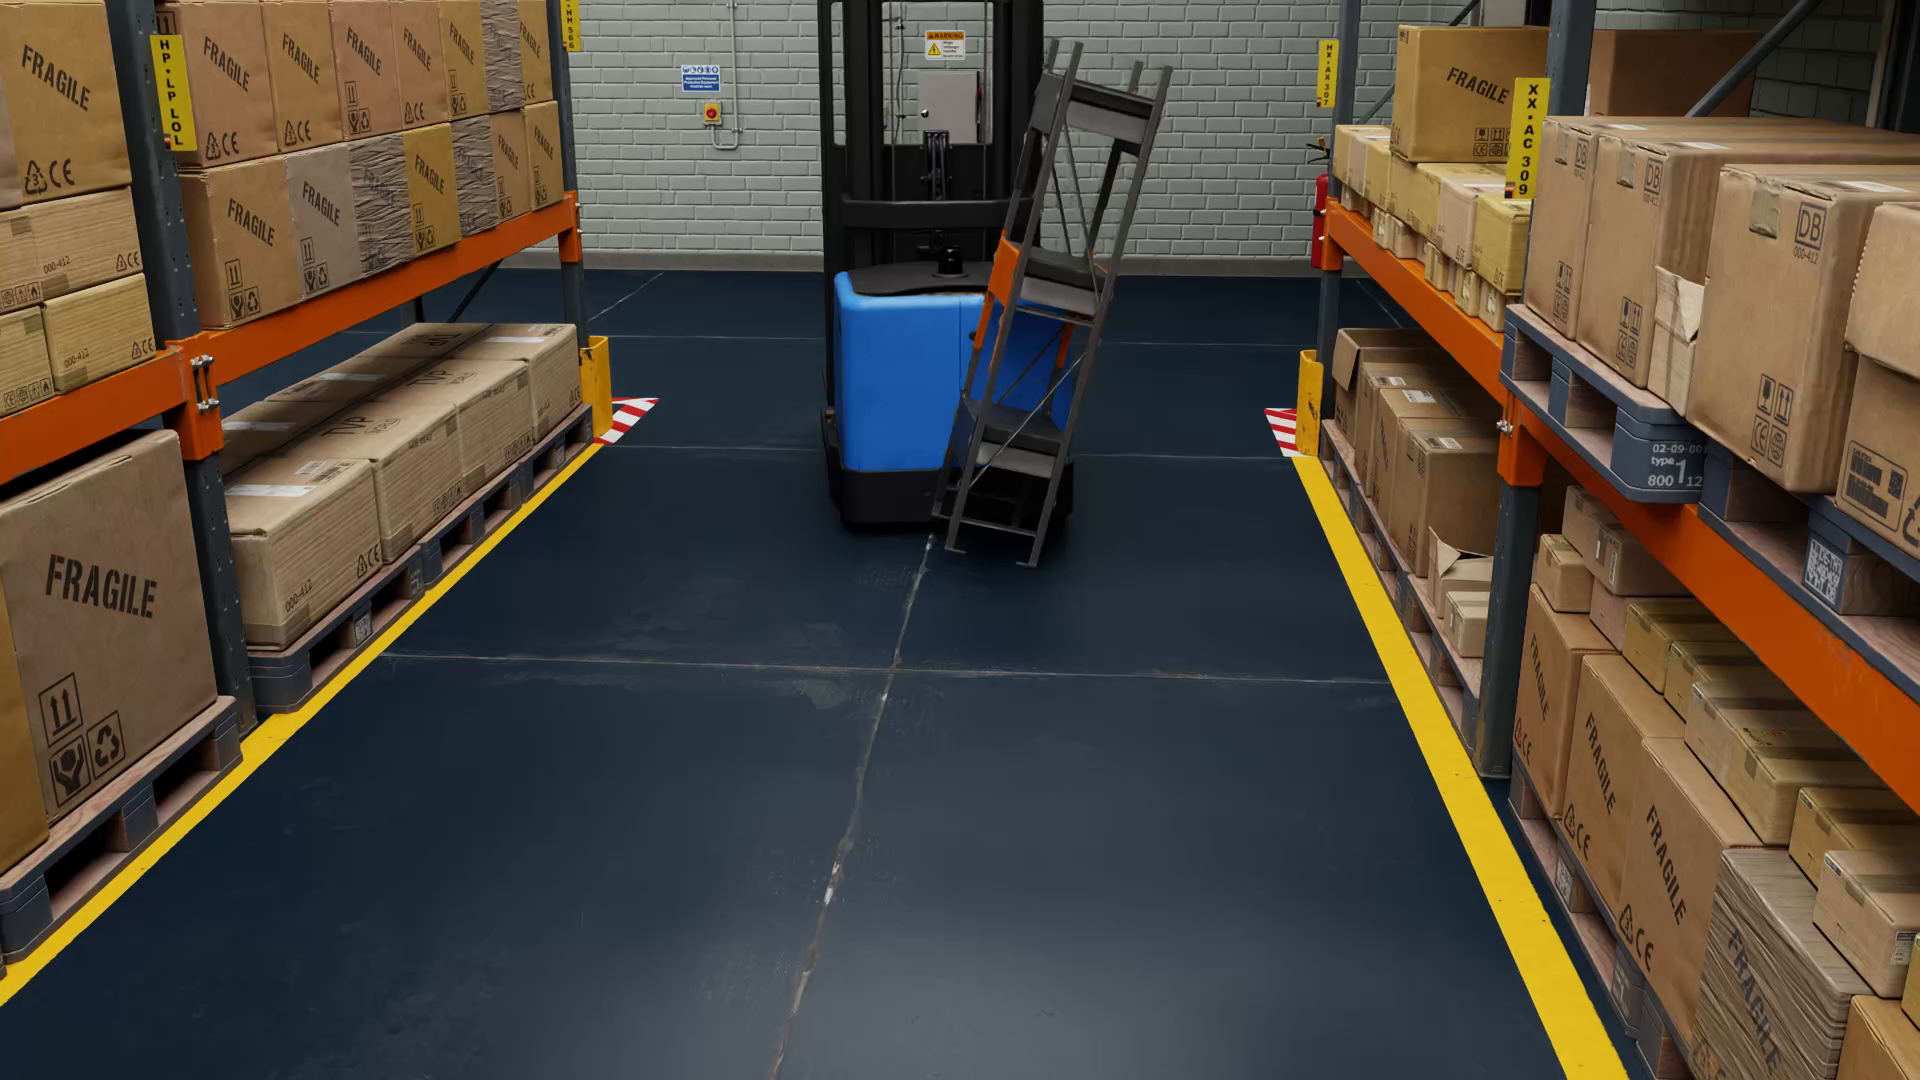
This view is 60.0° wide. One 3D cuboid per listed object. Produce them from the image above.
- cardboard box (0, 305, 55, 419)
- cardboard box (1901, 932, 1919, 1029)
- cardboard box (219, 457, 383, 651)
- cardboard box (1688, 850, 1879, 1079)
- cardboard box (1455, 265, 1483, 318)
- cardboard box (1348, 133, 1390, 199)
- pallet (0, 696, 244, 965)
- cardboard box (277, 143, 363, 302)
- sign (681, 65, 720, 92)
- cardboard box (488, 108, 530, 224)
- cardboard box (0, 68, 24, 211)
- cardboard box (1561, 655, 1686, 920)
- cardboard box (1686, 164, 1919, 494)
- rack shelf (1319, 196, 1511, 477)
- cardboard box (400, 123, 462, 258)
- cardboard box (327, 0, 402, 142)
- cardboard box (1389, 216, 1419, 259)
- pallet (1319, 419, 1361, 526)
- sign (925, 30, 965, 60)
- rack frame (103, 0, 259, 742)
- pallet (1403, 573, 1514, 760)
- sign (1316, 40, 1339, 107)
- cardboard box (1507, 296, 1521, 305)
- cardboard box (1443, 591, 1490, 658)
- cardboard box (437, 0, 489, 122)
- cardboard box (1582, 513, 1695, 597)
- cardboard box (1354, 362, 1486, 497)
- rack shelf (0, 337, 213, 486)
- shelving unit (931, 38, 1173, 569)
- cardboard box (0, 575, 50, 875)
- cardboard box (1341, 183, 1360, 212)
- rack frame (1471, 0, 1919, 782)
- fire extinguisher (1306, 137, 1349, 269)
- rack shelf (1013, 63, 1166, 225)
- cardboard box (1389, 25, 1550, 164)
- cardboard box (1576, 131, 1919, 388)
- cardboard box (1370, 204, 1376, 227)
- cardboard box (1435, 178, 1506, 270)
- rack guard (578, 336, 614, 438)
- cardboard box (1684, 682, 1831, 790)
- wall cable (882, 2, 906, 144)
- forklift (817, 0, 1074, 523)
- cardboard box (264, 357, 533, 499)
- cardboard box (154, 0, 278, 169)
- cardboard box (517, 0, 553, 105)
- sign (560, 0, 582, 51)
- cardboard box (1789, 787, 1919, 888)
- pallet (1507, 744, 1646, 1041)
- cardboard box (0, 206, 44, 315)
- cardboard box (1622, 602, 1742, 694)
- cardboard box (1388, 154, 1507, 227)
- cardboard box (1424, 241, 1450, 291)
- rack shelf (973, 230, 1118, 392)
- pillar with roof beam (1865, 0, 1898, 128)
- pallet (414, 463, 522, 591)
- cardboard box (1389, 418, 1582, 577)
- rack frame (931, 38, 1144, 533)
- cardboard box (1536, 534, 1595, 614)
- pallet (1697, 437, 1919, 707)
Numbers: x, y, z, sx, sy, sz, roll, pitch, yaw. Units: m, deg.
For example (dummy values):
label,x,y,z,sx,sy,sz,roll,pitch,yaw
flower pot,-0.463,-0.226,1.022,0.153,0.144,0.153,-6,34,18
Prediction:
label,x,y,z,sx,sy,sz,roll,pitch,yaw
cardboard box,-2.655,-0.424,4.140,0.500,0.250,0.500,1,18,3
cardboard box,1.744,0.750,2.615,0.380,0.149,0.250,1,18,3
cardboard box,-2.685,0.027,5.963,0.875,0.438,0.875,1,18,3
cardboard box,1.743,0.926,3.118,0.500,0.500,0.500,1,18,2
cardboard box,1.877,-0.836,5.562,0.380,0.149,0.250,2,18,5
cardboard box,2.064,-1.709,7.586,0.500,0.250,0.500,1,18,5
pallet,-2.817,0.768,4.739,1.003,0.211,1.213,1,18,4
cardboard box,-2.502,-1.142,5.930,0.500,0.500,0.500,1,18,4
sign,-2.213,-3.941,14.198,0.327,0.218,0.001,1,18,4
cardboard box,-2.372,-1.777,7.867,0.500,0.500,0.500,1,18,3
cardboard box,-2.648,-1.016,3.939,0.500,0.500,0.500,2,18,5
cardboard box,1.827,0.611,4.082,0.500,0.500,0.500,1,18,3
cardboard box,1.763,-0.386,2.948,0.700,0.500,0.500,1,18,4
rack shelf,2.258,-0.968,6.715,1.077,0.370,4.000,1,18,4
cardboard box,-2.423,-1.456,6.889,0.500,0.500,0.500,2,18,6
cardboard box,-2.471,-1.779,6.268,0.500,0.500,0.500,2,18,5
cardboard box,1.963,-1.234,6.776,0.380,0.149,0.250,2,18,5
pallet,2.340,-0.334,8.105,1.003,0.211,1.213,1,18,4
sign,-0.125,-4.158,13.969,0.339,0.242,0.001,1,18,4
rack frame,-2.837,-0.798,5.042,1.000,3.000,0.127,1,18,4
pallet,2.165,0.423,5.792,1.003,0.211,1.213,1,18,4
sign,1.860,-2.354,8.400,0.100,0.325,0.005,1,18,4
cardboard box,1.885,-0.674,5.066,0.380,0.149,0.250,2,18,5
cardboard box,1.861,0.287,5.634,0.380,0.149,0.250,1,18,2
cardboard box,-2.394,-2.092,7.223,0.500,0.500,0.500,1,18,4
cardboard box,1.852,0.037,4.312,0.380,0.149,0.250,0,18,1
cardboard box,2.163,-0.490,7.441,0.700,0.500,0.500,2,18,6
rack shelf,-2.980,0.165,3.258,1.077,0.370,4.000,1,18,4
shelving unit,0.349,-0.973,6.931,0.431,2.100,0.503,11,16,-11
cardboard box,-2.858,0.487,3.857,0.875,0.875,0.875,2,18,6
cardboard box,2.104,-1.715,8.245,0.380,0.149,0.250,1,18,3
rack frame,2.114,-0.689,4.707,1.000,3.000,0.127,1,18,4
fire extinguisher,1.951,-1.773,8.739,0.296,0.674,0.183,1,18,4
rack shelf,0.515,-1.612,6.745,0.431,0.518,0.480,11,16,-11
cardboard box,1.993,-1.756,6.525,0.500,0.500,0.500,2,18,5
cardboard box,1.820,-0.629,3.692,0.700,0.500,0.500,1,18,5
cardboard box,2.068,-1.476,7.514,0.380,0.149,0.250,2,18,6
cardboard box,1.929,-1.078,5.659,0.500,0.250,0.500,1,18,4
rack guard,-2.548,-0.860,9.245,1.175,0.500,0.348,1,18,4
cardboard box,1.812,0.427,3.601,0.380,0.149,0.250,1,18,4
wall cable,-0.754,-4.247,13.935,0.588,1.984,0.122,1,18,4
forklift,-0.170,-1.882,8.458,1.130,2.935,3.031,-2,18,-6
cardboard box,-2.555,-0.531,7.666,0.875,0.438,0.875,2,18,5
cardboard box,-2.561,-1.463,5.305,0.500,0.500,0.500,1,18,4
cardboard box,-2.347,-2.408,8.189,0.500,0.500,0.500,2,18,6
sign,-2.010,-2.687,8.566,0.100,0.325,0.005,1,18,4
cardboard box,1.802,0.588,3.108,0.380,0.149,0.250,1,18,4
pallet,2.094,0.890,4.368,1.003,0.211,1.213,1,18,4
cardboard box,-2.654,-0.667,4.078,0.500,0.250,0.500,2,18,5
cardboard box,1.874,0.265,4.096,0.380,0.149,0.250,0,18,1
cardboard box,2.016,-1.393,6.619,0.500,0.250,0.500,1,18,2
cardboard box,1.913,-0.997,6.053,0.380,0.149,0.250,1,18,3
rack shelf,0.345,-0.960,6.935,0.431,0.518,0.480,11,16,-11
pillar with roof beam,-1.231,-3.832,4.665,9.100,9.000,0.400,1,18,4
pallet,-2.619,-0.087,7.351,1.003,0.211,1.213,1,18,4
cardboard box,2.088,-0.168,6.457,0.700,0.500,0.500,1,18,2
rack frame,0.317,-1.048,7.161,0.400,2.100,0.015,11,16,-11
cardboard box,1.823,0.097,4.608,0.380,0.149,0.250,2,18,7
pallet,1.962,0.041,2.789,1.003,0.211,1.213,1,18,4
